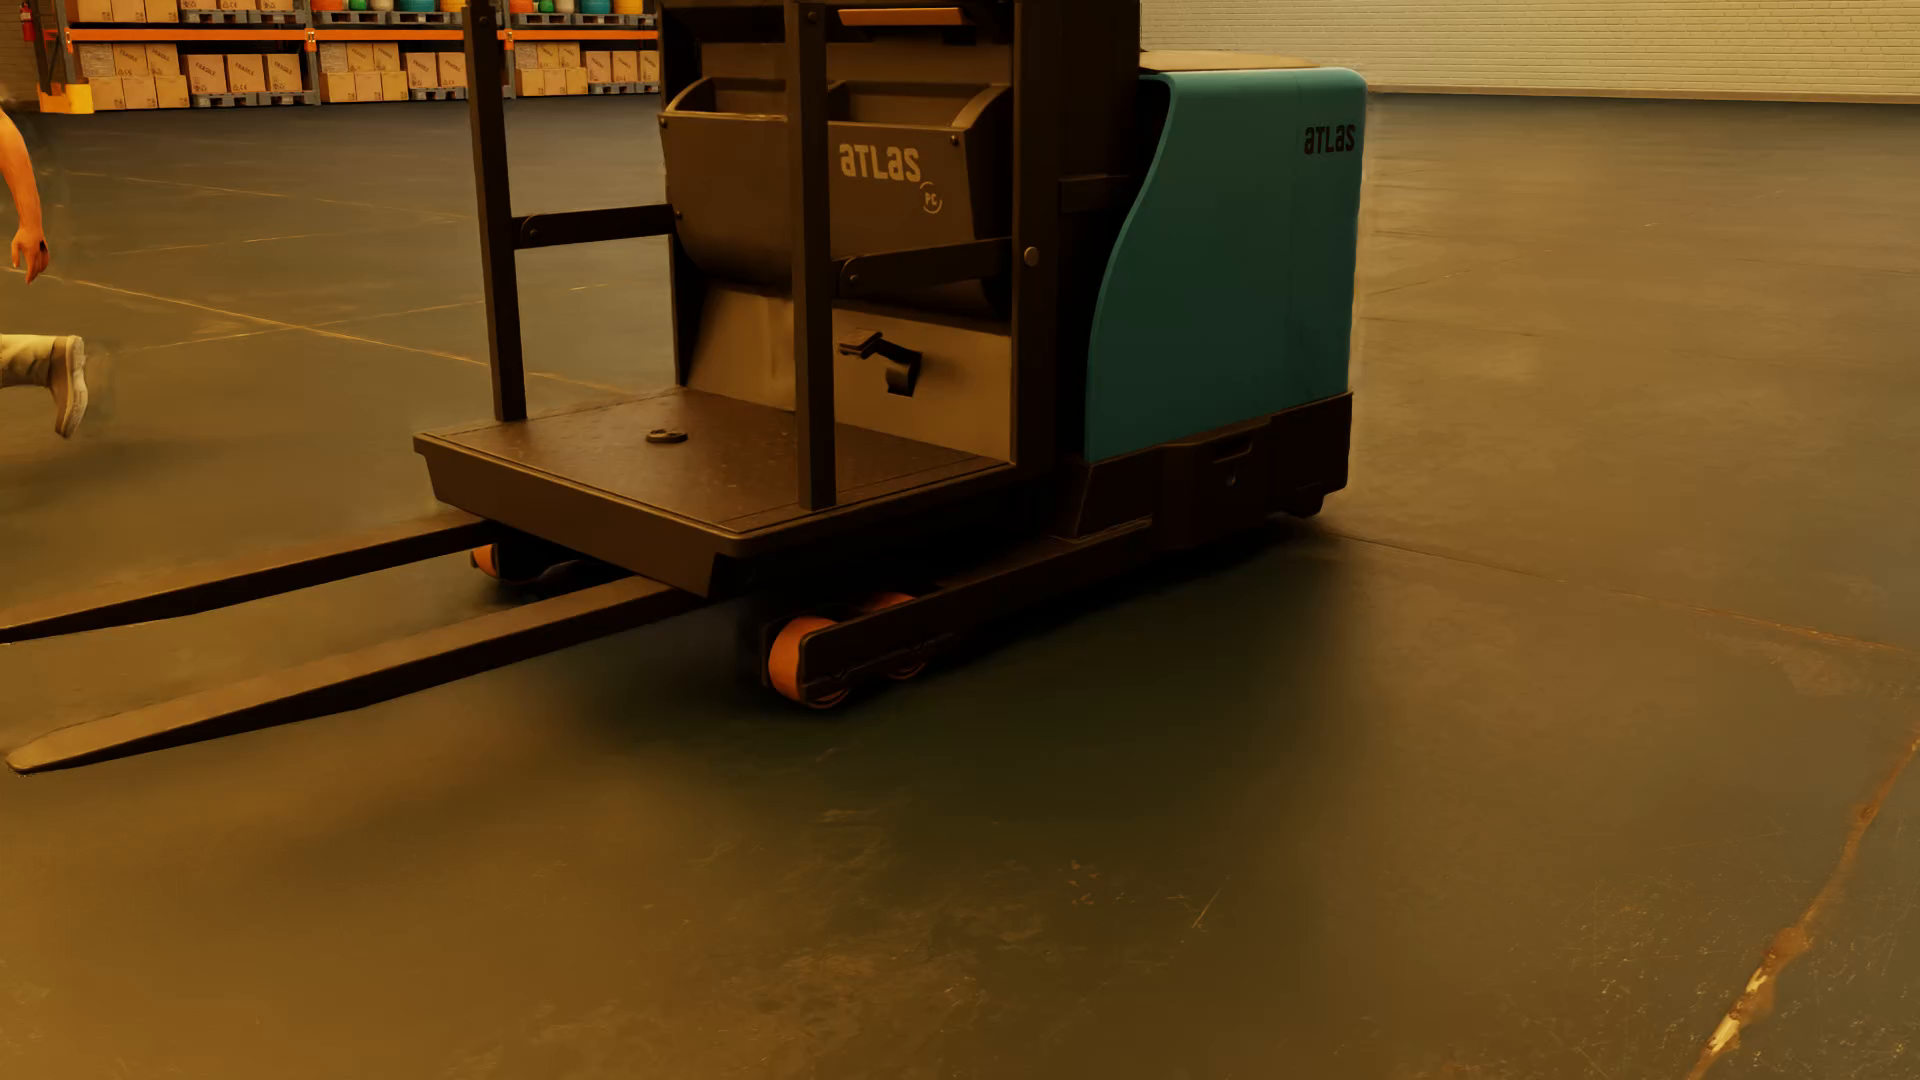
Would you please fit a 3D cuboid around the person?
[{"bbox_3d":[-2.776,-0.862,4.392,0.598,1.440,0.831,11,20,33],"label":"person"}]

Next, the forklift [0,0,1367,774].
[{"bbox_3d":[-0.419,-1.270,3.079,1.130,2.935,3.031,16,23,42],"label":"forklift"}]
